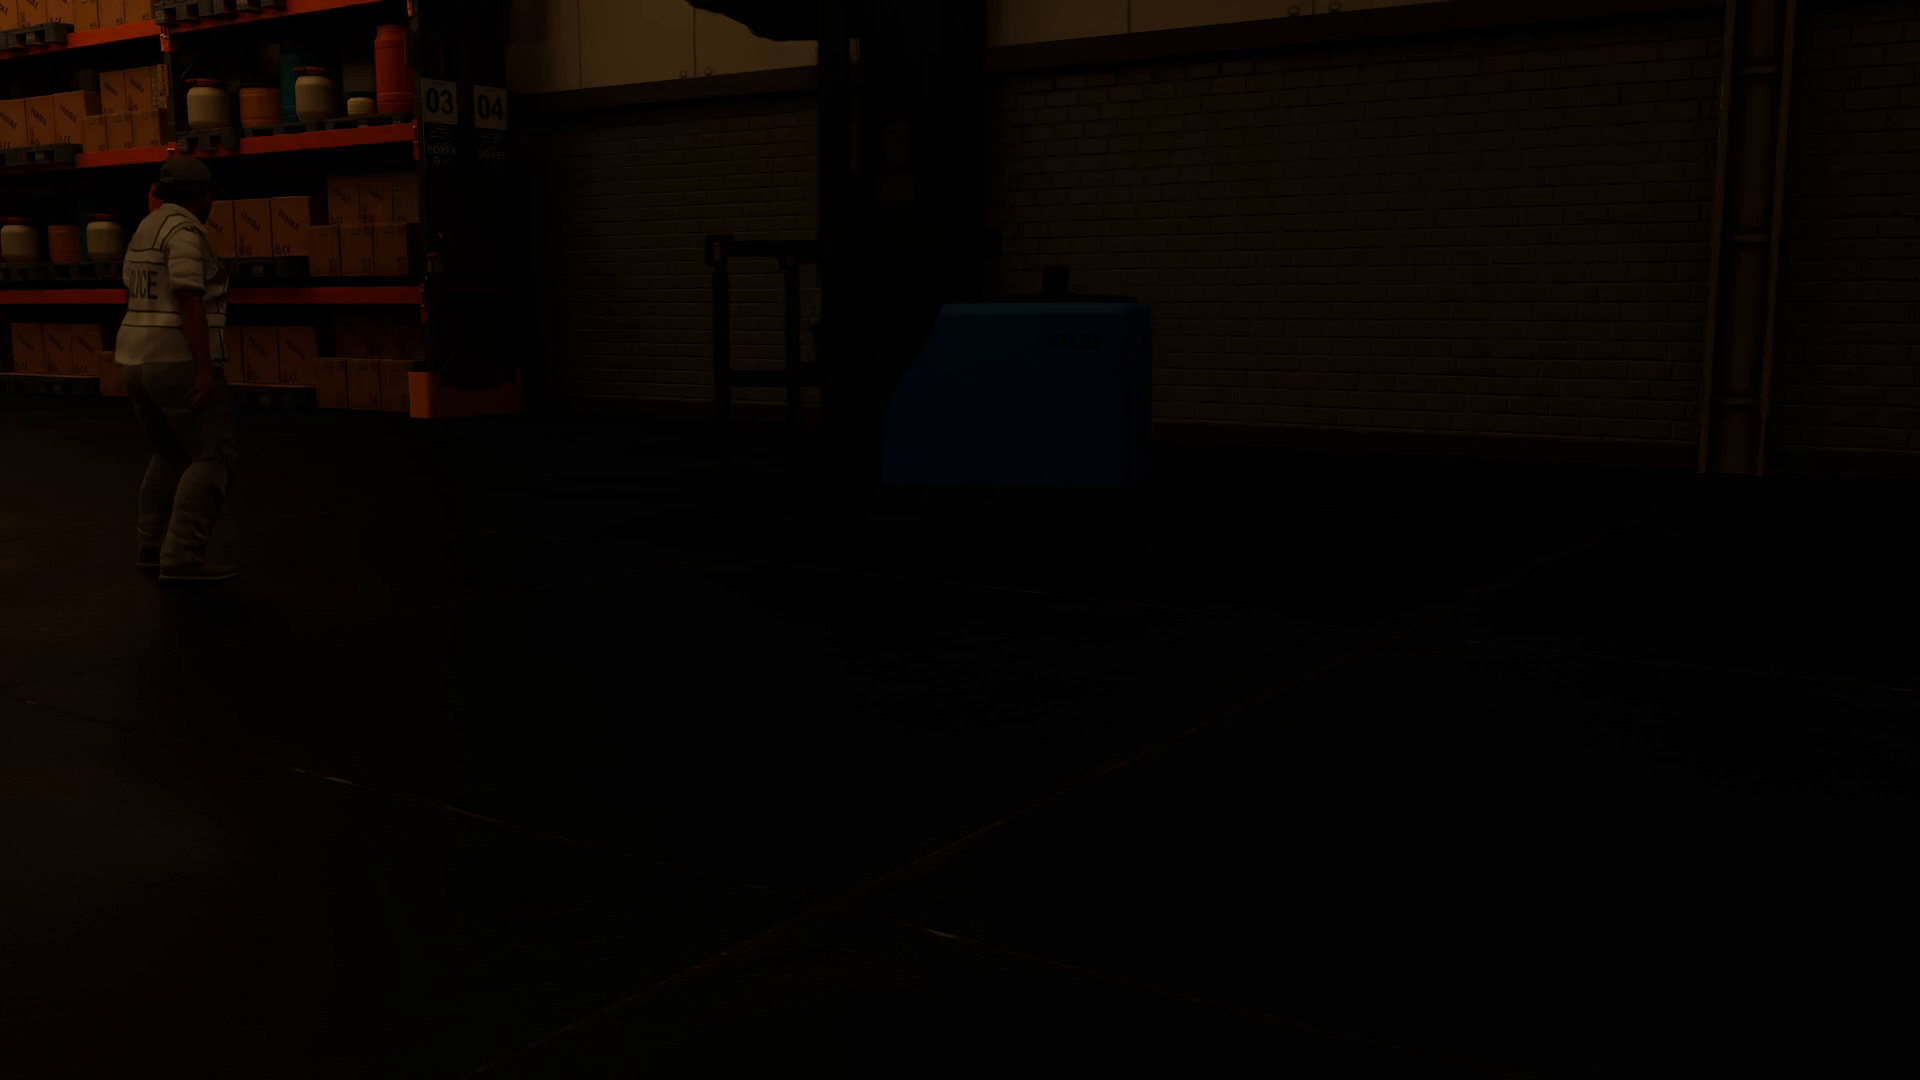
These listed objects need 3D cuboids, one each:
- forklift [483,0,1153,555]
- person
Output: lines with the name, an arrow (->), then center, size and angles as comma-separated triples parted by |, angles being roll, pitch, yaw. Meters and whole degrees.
forklift -> -0.668, -1.472, 7.542 | 3.031, 2.935, 1.130 | 2, 8, 12
person -> -3.065, -0.645, 6.486 | 0.769, 1.599, 0.400 | 7, 11, 41
